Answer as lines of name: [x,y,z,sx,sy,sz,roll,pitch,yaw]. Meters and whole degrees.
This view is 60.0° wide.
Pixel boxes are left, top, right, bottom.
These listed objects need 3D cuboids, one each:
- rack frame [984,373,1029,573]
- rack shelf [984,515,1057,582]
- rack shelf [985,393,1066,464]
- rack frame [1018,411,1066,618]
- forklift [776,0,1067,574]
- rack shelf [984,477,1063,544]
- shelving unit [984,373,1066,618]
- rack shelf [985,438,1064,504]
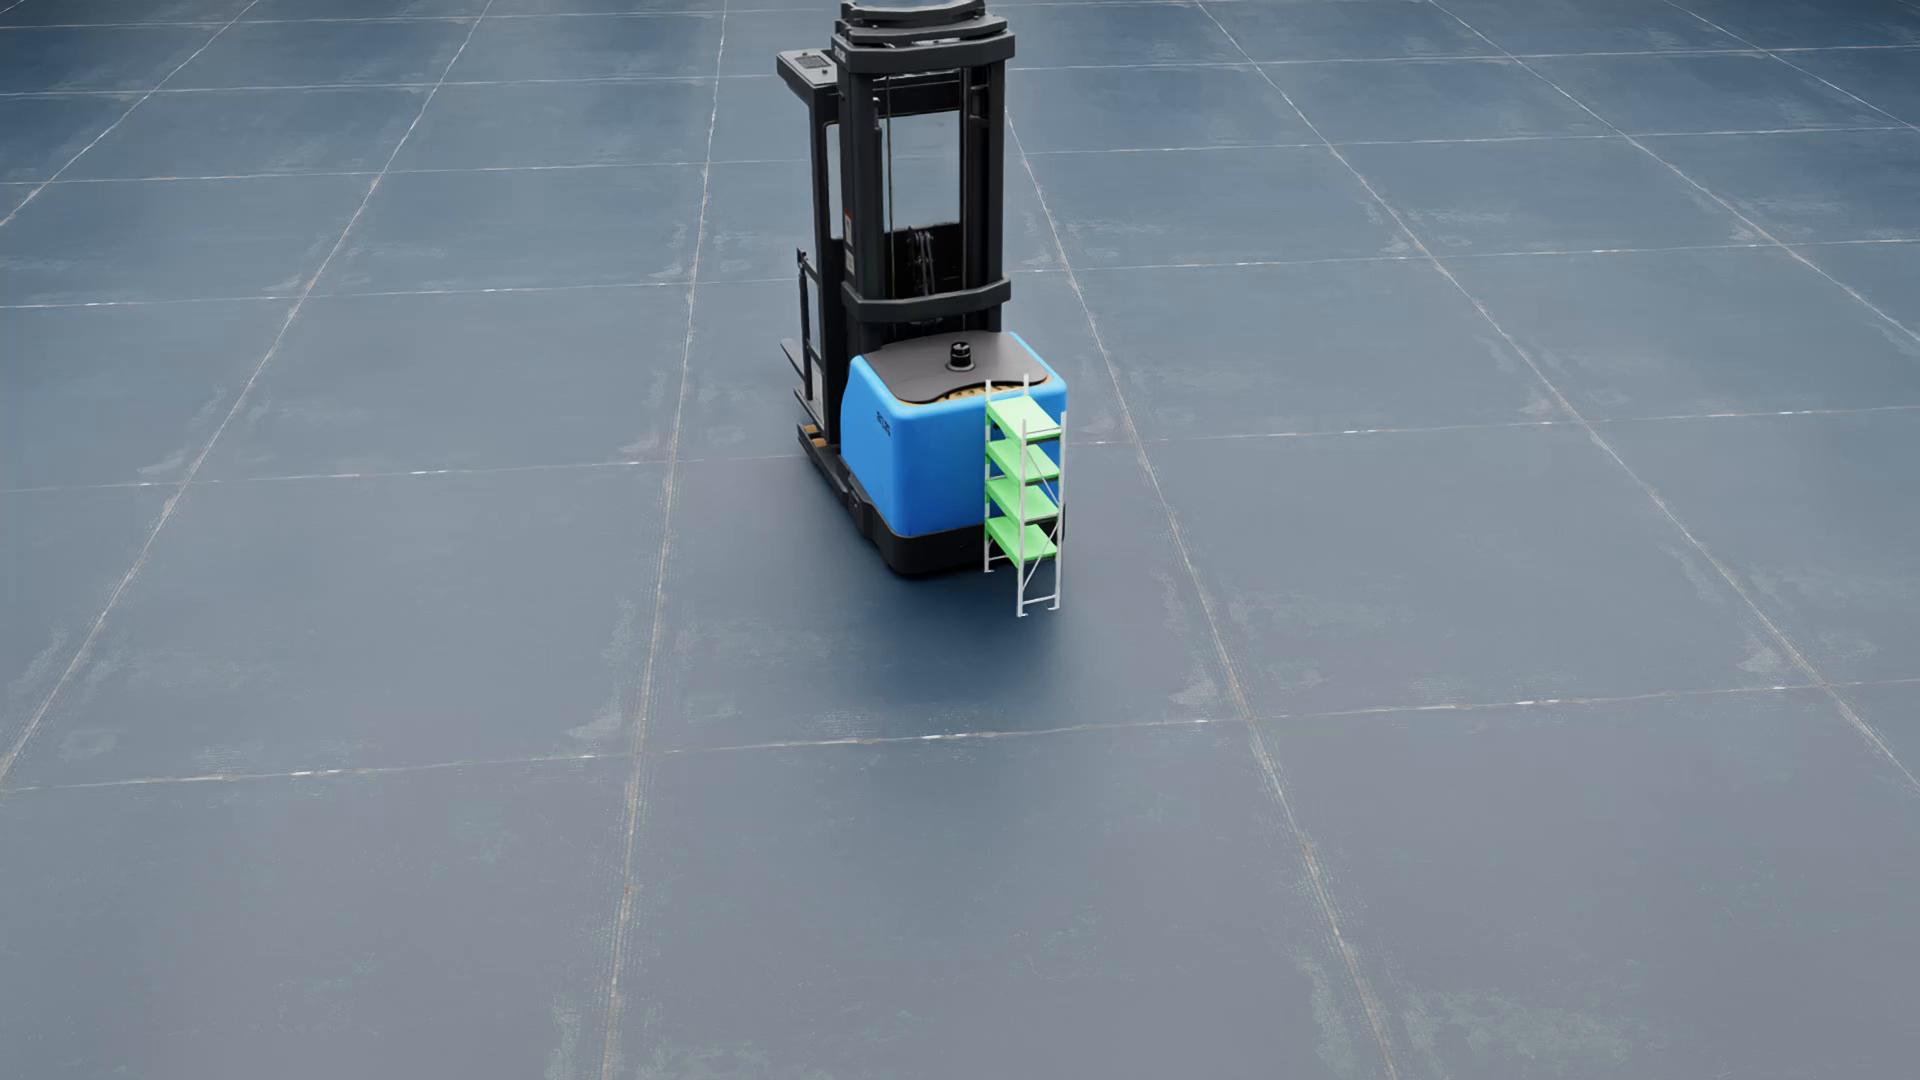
rack frame: [0.253,-0.351,9.168,0.240,1.200,0.015,-11,33,-18]
rack shelf: [0.341,0.026,9.129,0.258,0.148,0.480,-11,33,-18]
rack shelf: [0.341,-0.592,8.760,0.258,0.148,0.480,-11,33,-18]
rack frame: [0.429,-0.118,8.778,0.240,1.200,0.015,-11,33,-18]
forklift: [-0.399,-1.810,9.922,1.130,2.935,3.031,-11,33,-18]
rack shelf: [0.341,-0.180,9.006,0.258,0.148,0.480,-11,33,-18]
shelving unit: [0.341,-0.235,8.973,0.258,1.200,0.503,-11,33,-18]
rack shelf: [0.341,-0.386,8.883,0.258,0.148,0.480,-11,33,-18]
